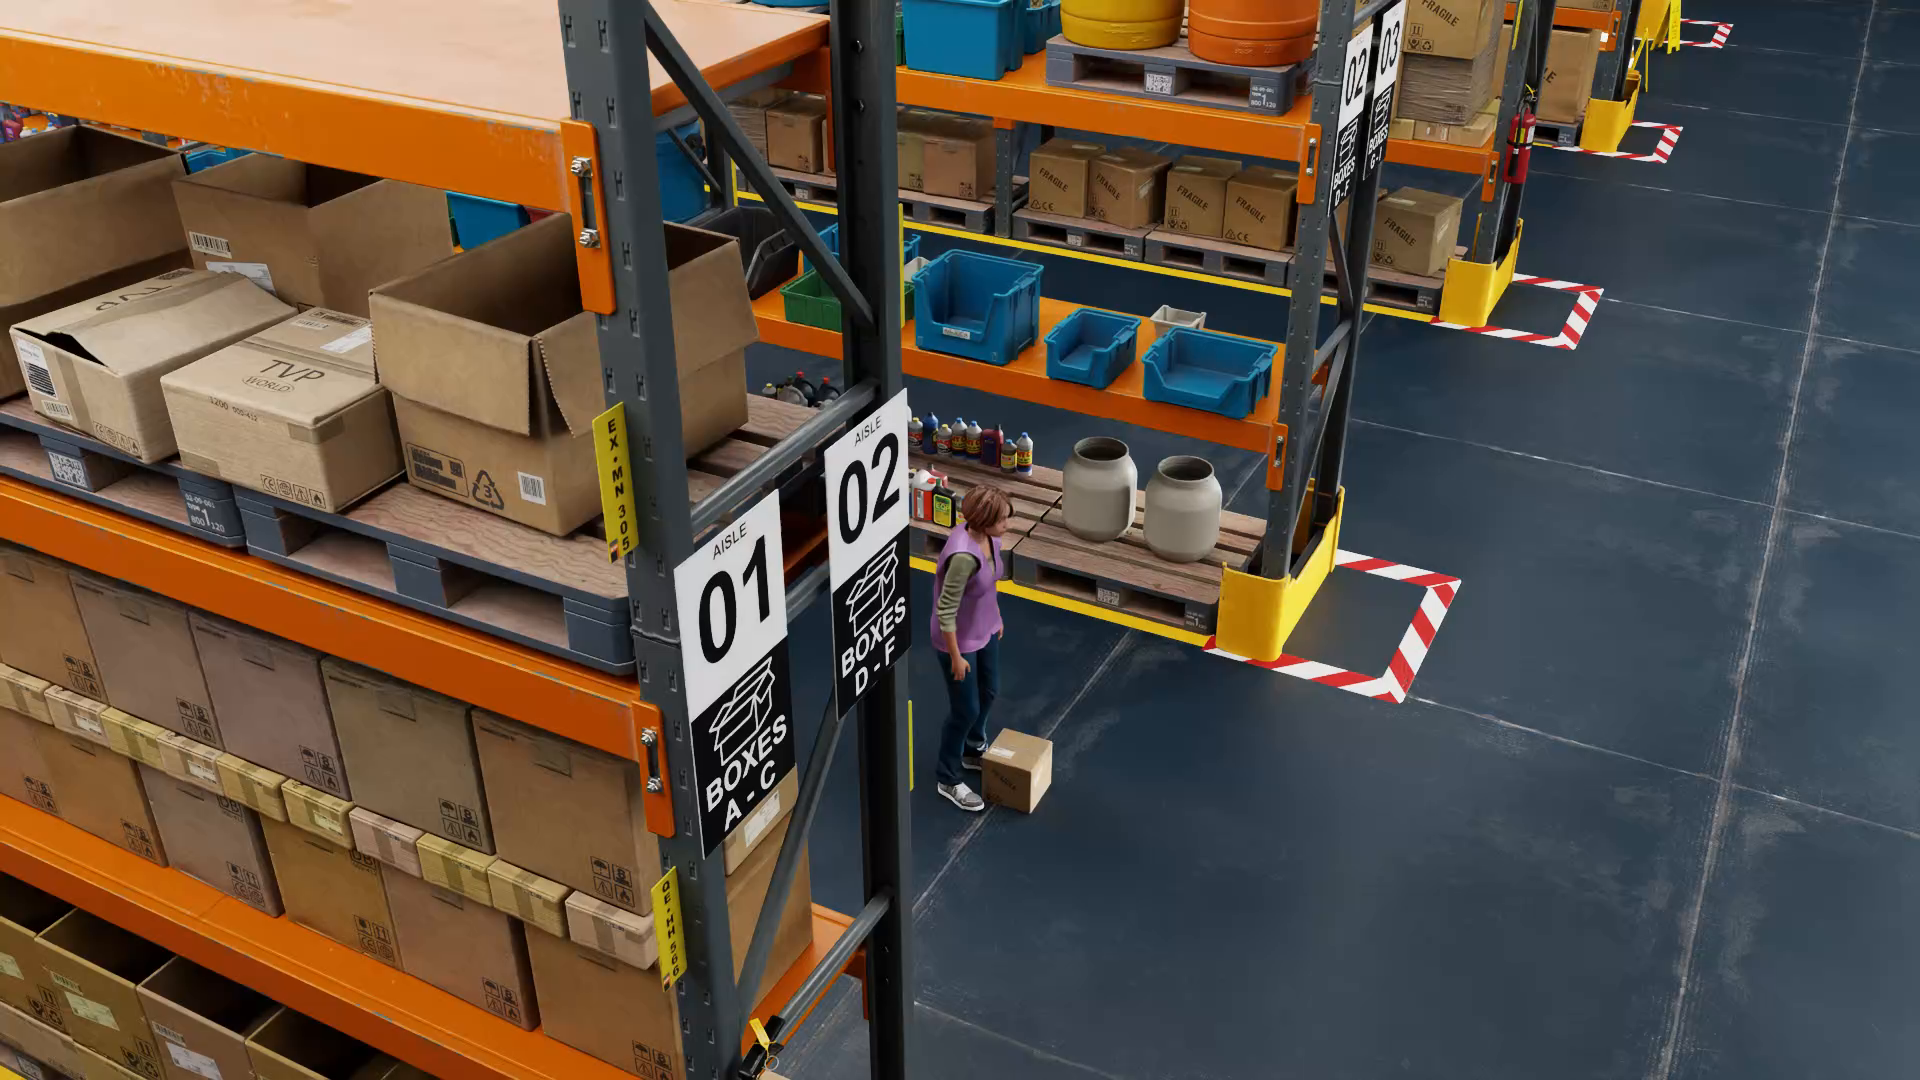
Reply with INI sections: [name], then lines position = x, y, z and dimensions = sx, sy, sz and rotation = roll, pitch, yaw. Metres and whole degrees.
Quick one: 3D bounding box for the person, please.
[person]
position = 0.055, 0.450, 7.525
dimensions = 0.350, 1.593, 0.467
rotation = 14, 33, 23
